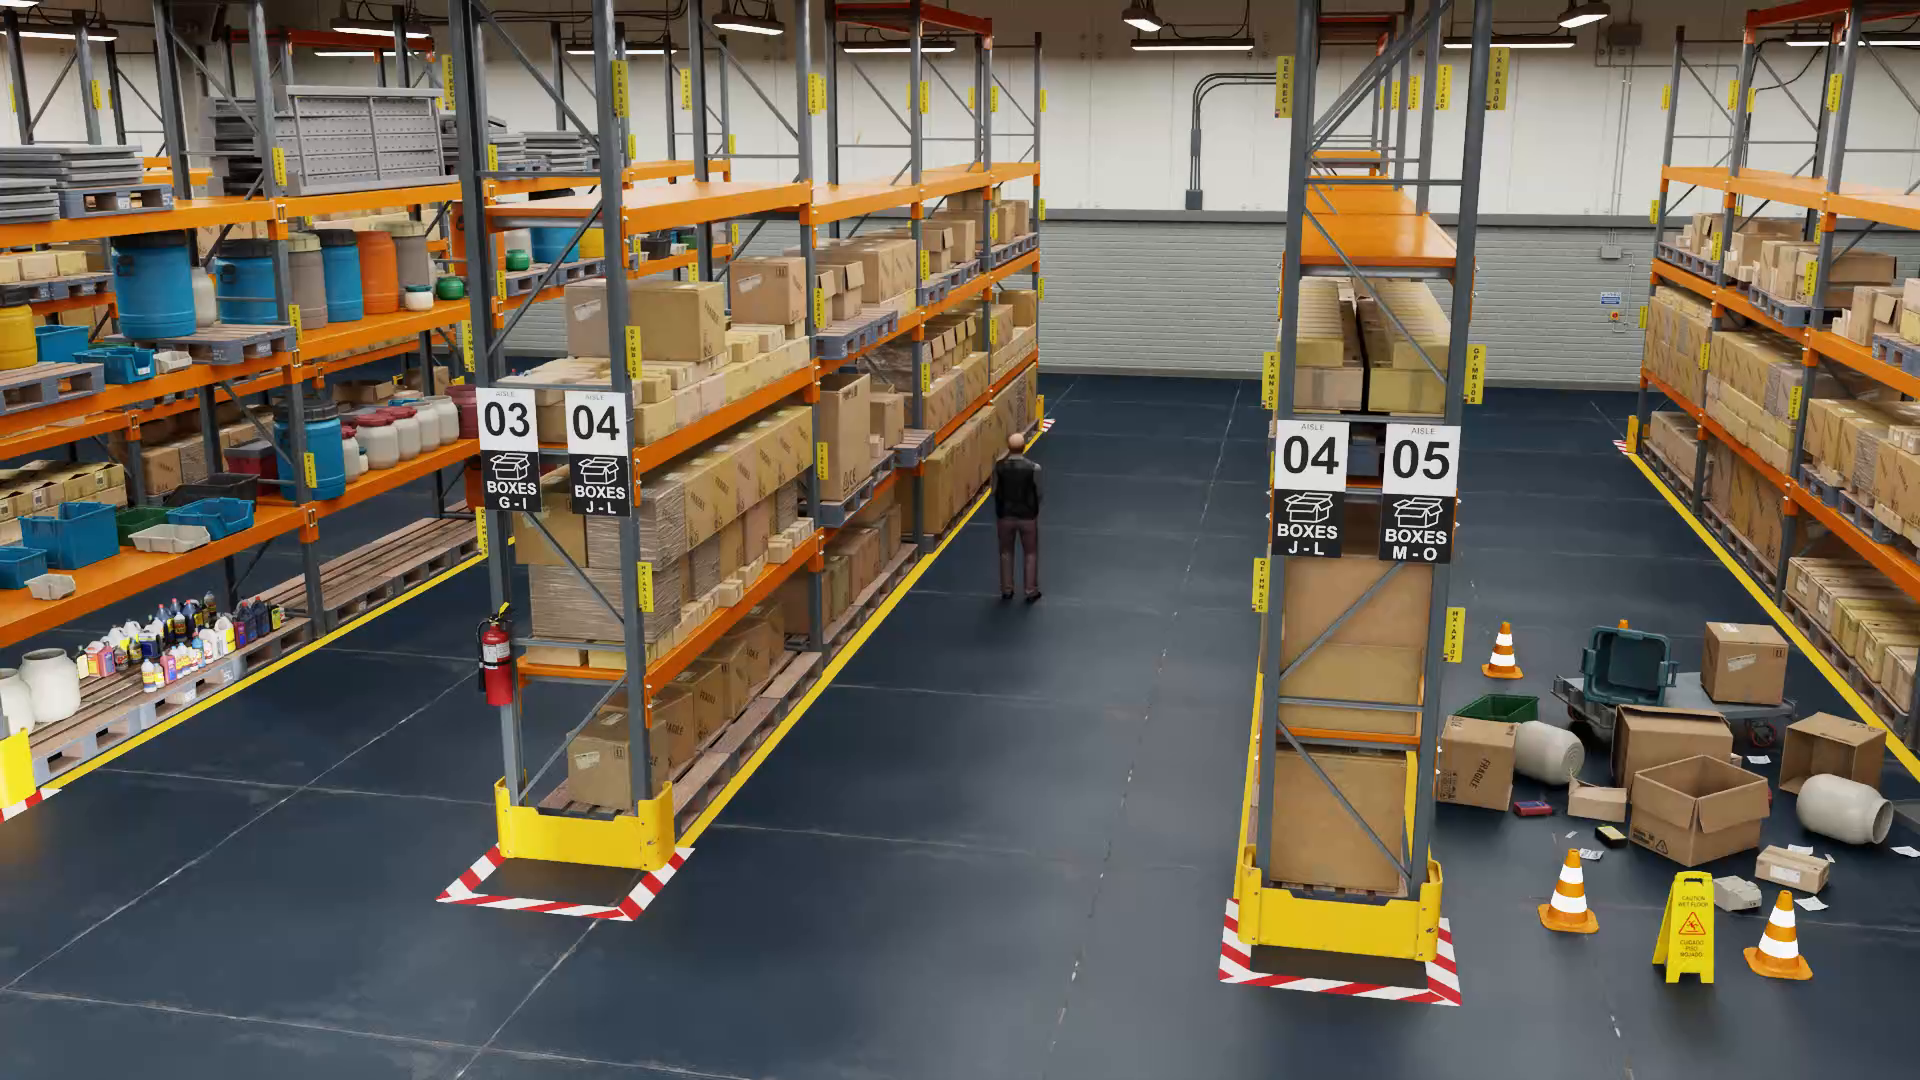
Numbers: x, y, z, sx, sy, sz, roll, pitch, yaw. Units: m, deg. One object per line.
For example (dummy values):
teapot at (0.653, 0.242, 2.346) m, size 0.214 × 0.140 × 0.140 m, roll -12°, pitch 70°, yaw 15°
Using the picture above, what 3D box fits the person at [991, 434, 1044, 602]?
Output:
person at (0.586, -0.241, 16.976) m, size 0.539 × 1.727 × 0.504 m, roll 3°, pitch 15°, yaw 10°
